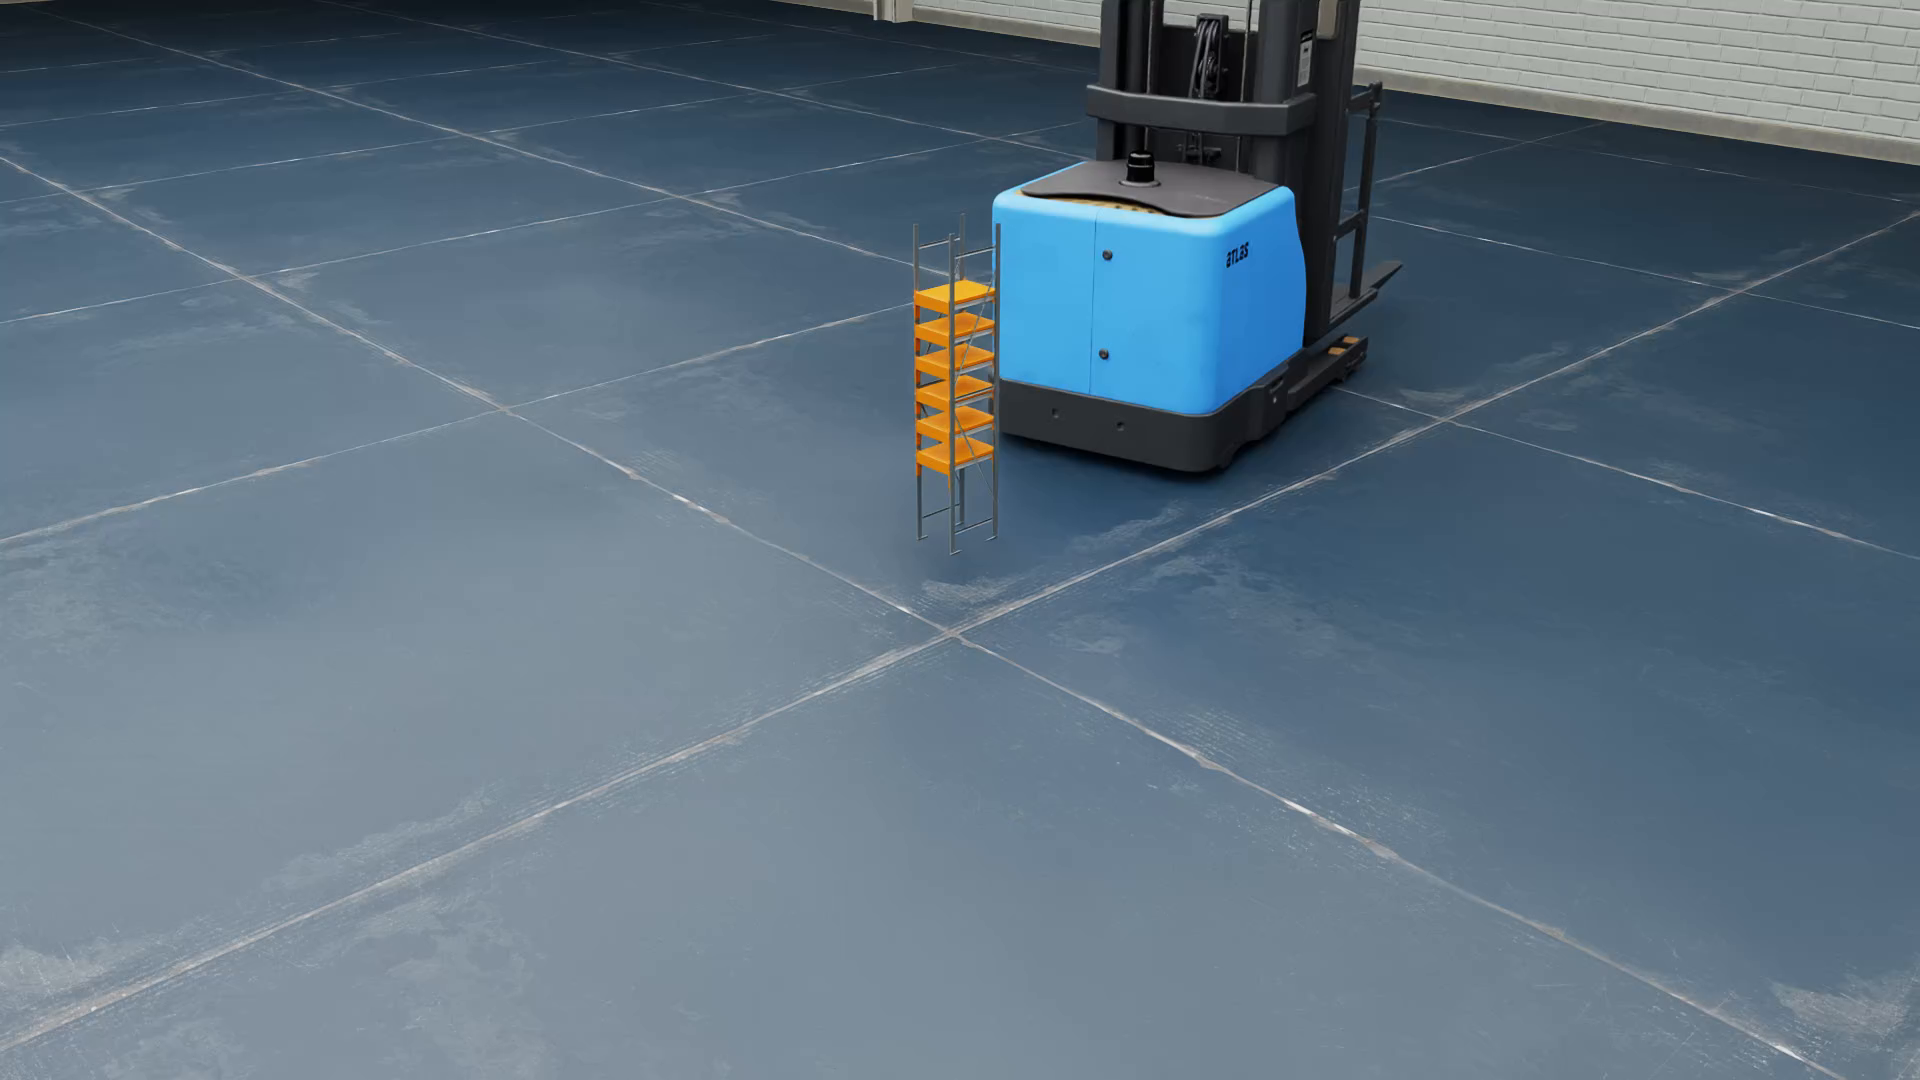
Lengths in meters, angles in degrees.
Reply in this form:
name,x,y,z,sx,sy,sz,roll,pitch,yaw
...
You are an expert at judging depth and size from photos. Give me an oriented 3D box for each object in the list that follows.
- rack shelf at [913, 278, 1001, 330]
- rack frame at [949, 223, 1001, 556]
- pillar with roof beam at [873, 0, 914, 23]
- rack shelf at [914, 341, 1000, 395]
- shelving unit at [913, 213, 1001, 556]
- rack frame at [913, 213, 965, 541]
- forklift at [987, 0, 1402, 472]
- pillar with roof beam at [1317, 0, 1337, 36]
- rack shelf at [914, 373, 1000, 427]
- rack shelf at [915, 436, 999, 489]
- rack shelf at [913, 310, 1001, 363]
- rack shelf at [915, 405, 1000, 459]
name,x,y,z,sx,sy,sz,roll,pitch,yaw
rack shelf,-0.010,-0.837,5.880,0.258,0.103,0.180,-21,32,-38
rack frame,0.053,-0.523,5.950,0.240,1.200,0.006,-21,32,-38
pillar with roof beam,-3.931,-9.082,15.316,9.100,9.000,0.400,-21,32,-38
rack shelf,-0.010,-0.619,5.979,0.258,0.103,0.180,-21,32,-38
shelving unit,-0.010,-0.550,6.011,0.258,1.200,0.189,-21,32,-38
rack frame,-0.072,-0.578,6.071,0.240,1.200,0.006,-21,32,-38
forklift,1.318,-2.173,7.482,1.130,2.935,3.031,14,28,28
pillar with roof beam,0.170,-7.264,11.332,9.100,9.000,0.400,-21,32,-38
rack shelf,-0.010,-0.510,6.029,0.258,0.103,0.180,-21,32,-38
rack shelf,-0.010,-0.291,6.129,0.258,0.103,0.180,-21,32,-38
rack shelf,-0.010,-0.728,5.929,0.258,0.103,0.180,-21,32,-38
rack shelf,-0.010,-0.401,6.079,0.258,0.103,0.180,-21,32,-38
